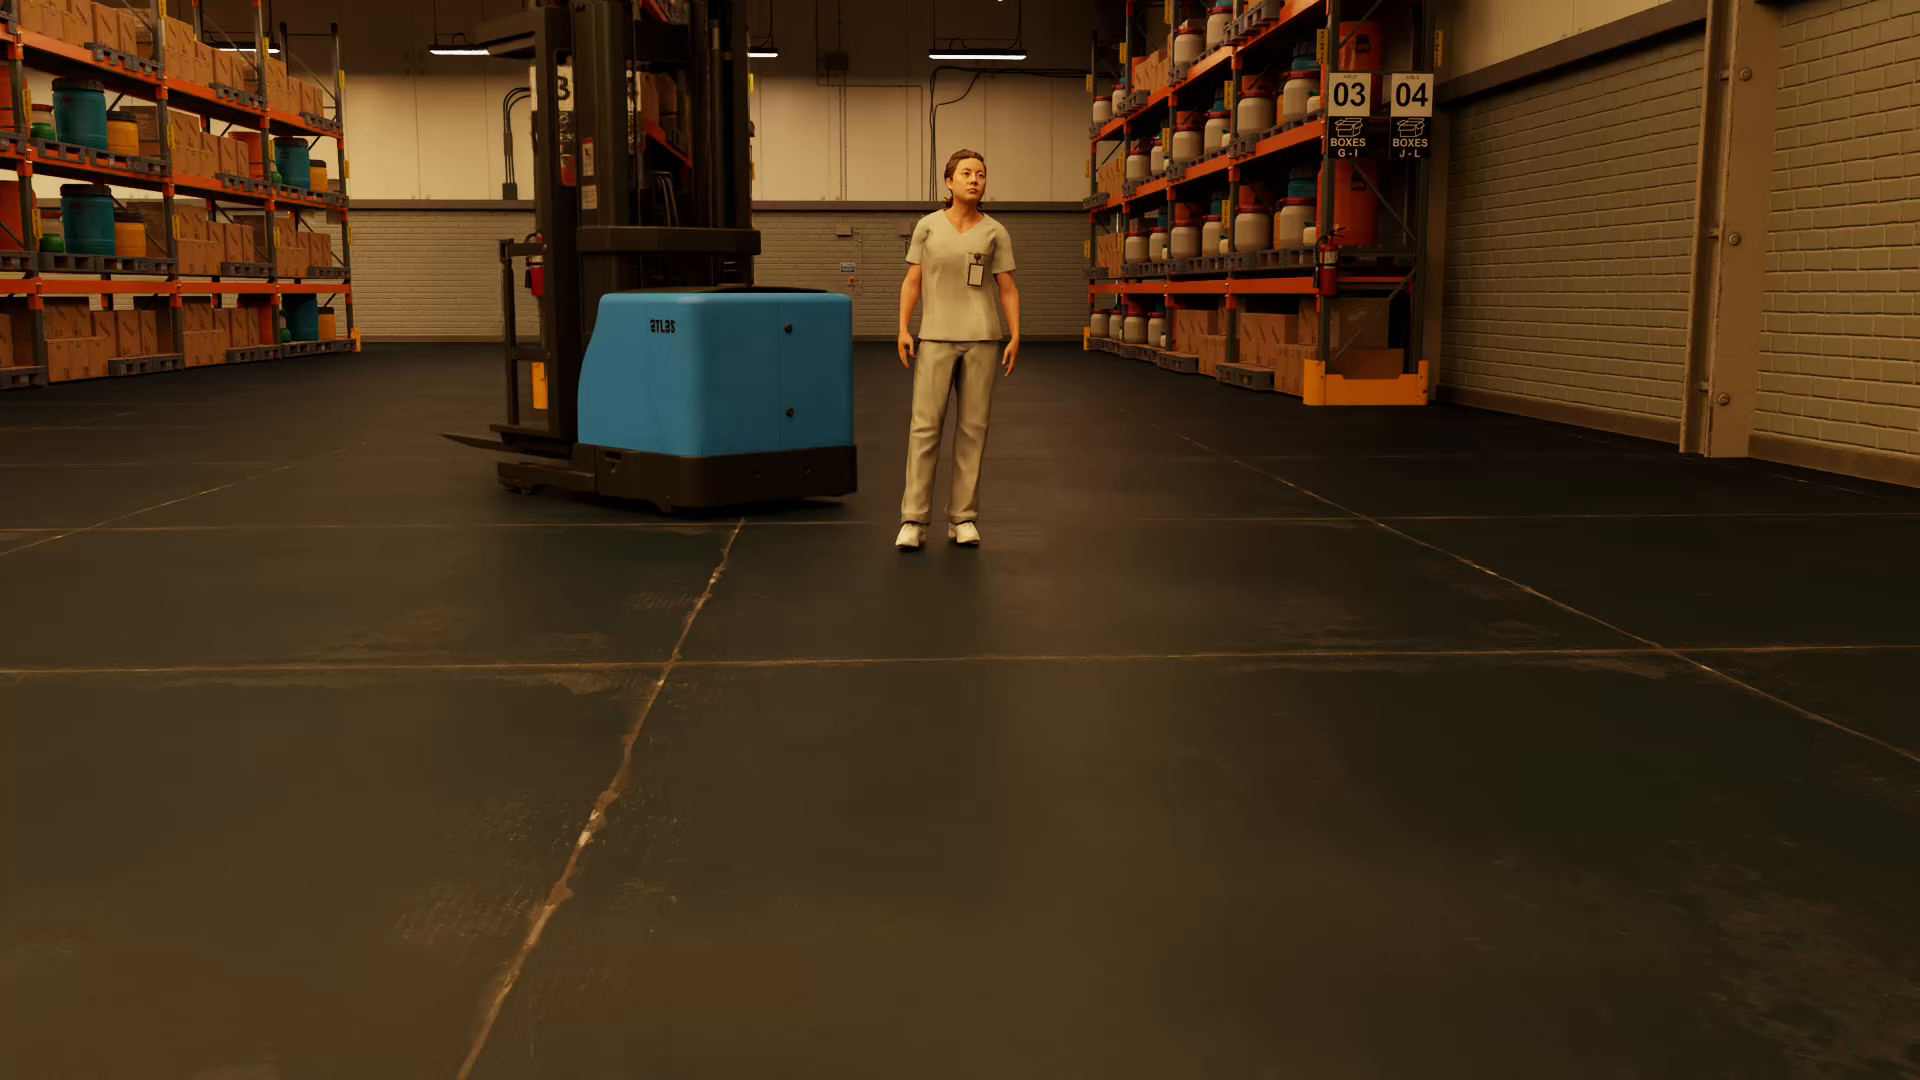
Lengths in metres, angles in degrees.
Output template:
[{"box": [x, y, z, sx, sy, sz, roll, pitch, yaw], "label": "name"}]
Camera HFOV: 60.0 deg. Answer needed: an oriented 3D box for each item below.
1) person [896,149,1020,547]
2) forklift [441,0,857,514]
[{"box": [-0.009, -0.825, 7.112, 0.549, 1.674, 0.548, -1, 8, -4], "label": "person"}, {"box": [-1.891, -1.741, 9.054, 1.130, 2.935, 3.031, -8, 11, -42], "label": "forklift"}]
